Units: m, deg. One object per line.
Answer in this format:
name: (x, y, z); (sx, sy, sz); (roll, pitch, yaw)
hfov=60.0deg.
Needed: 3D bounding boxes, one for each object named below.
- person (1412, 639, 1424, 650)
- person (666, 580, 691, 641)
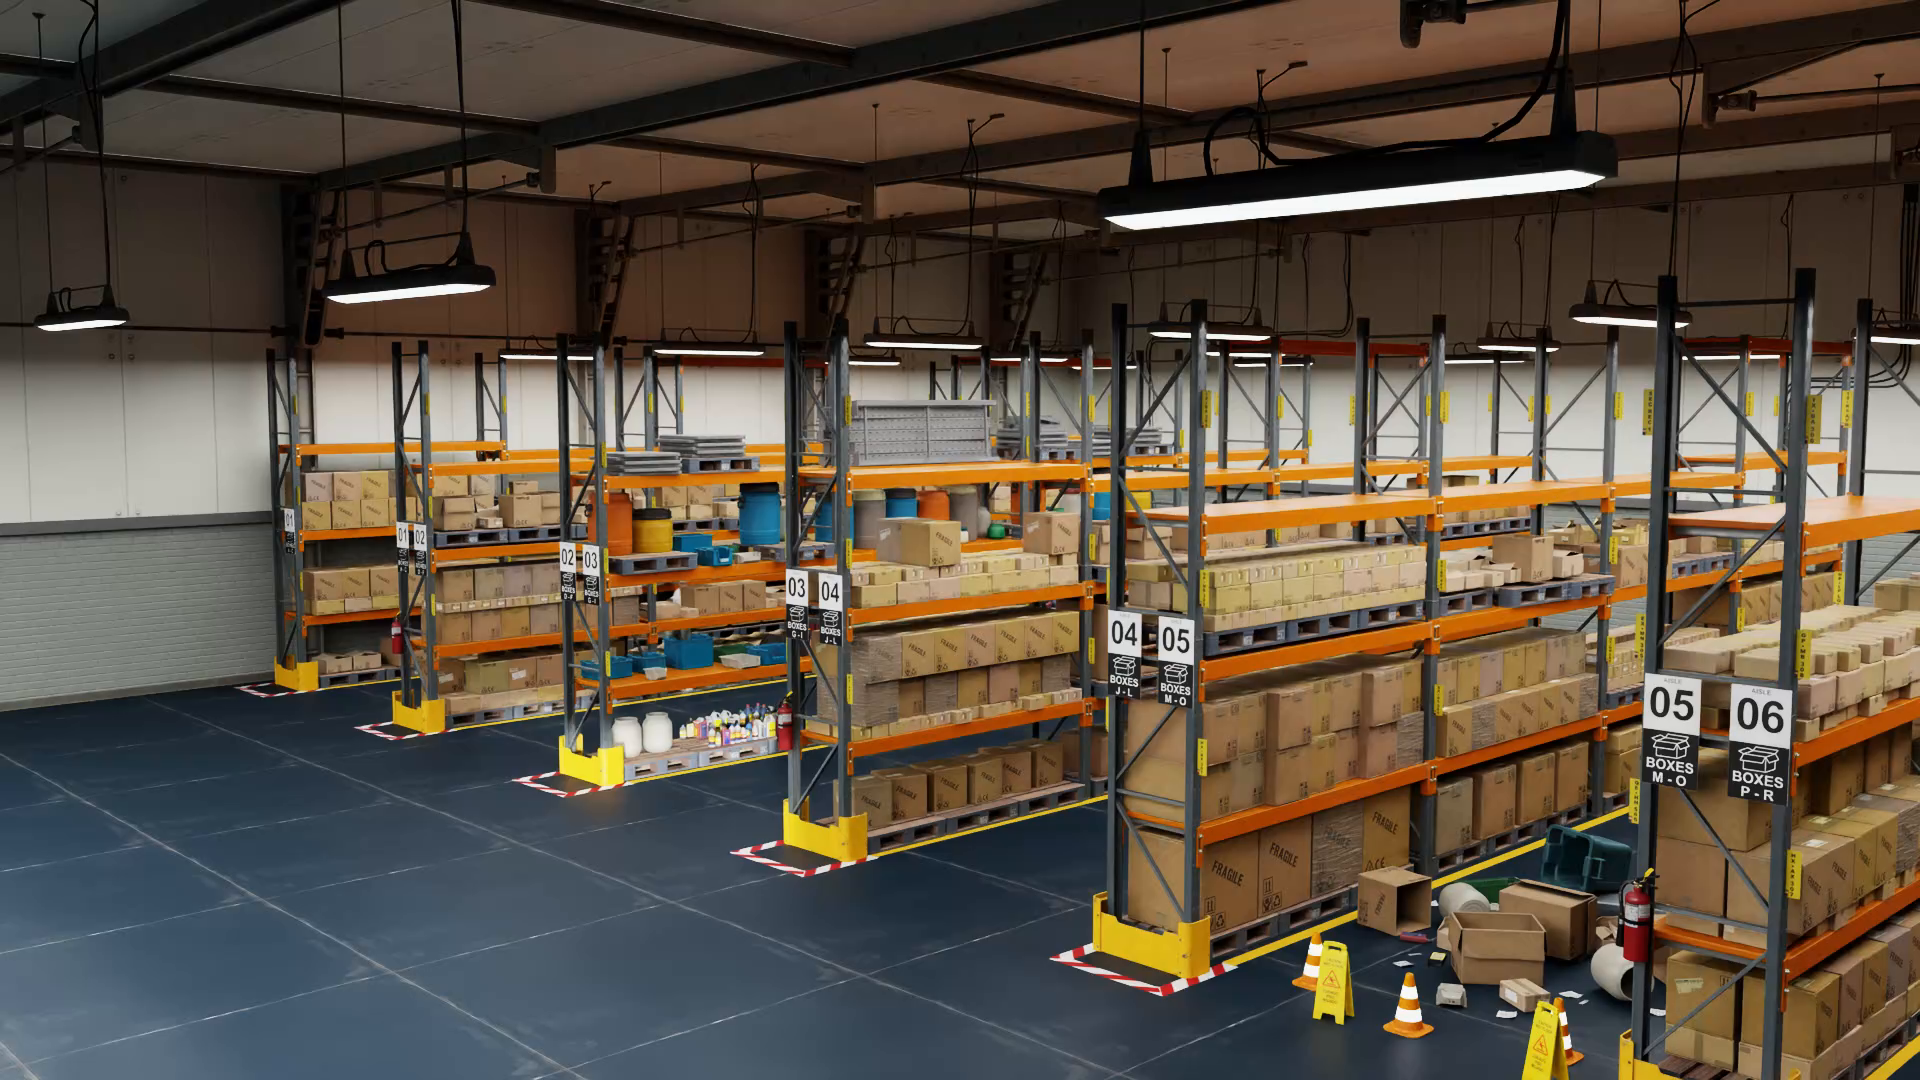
person: (7.048, 2.179, 24.909); (0.684, 1.668, 0.753); (-3, 6, -35)
person: (-5.517, 1.552, 32.531); (0.508, 1.654, 0.724); (2, 5, 24)
